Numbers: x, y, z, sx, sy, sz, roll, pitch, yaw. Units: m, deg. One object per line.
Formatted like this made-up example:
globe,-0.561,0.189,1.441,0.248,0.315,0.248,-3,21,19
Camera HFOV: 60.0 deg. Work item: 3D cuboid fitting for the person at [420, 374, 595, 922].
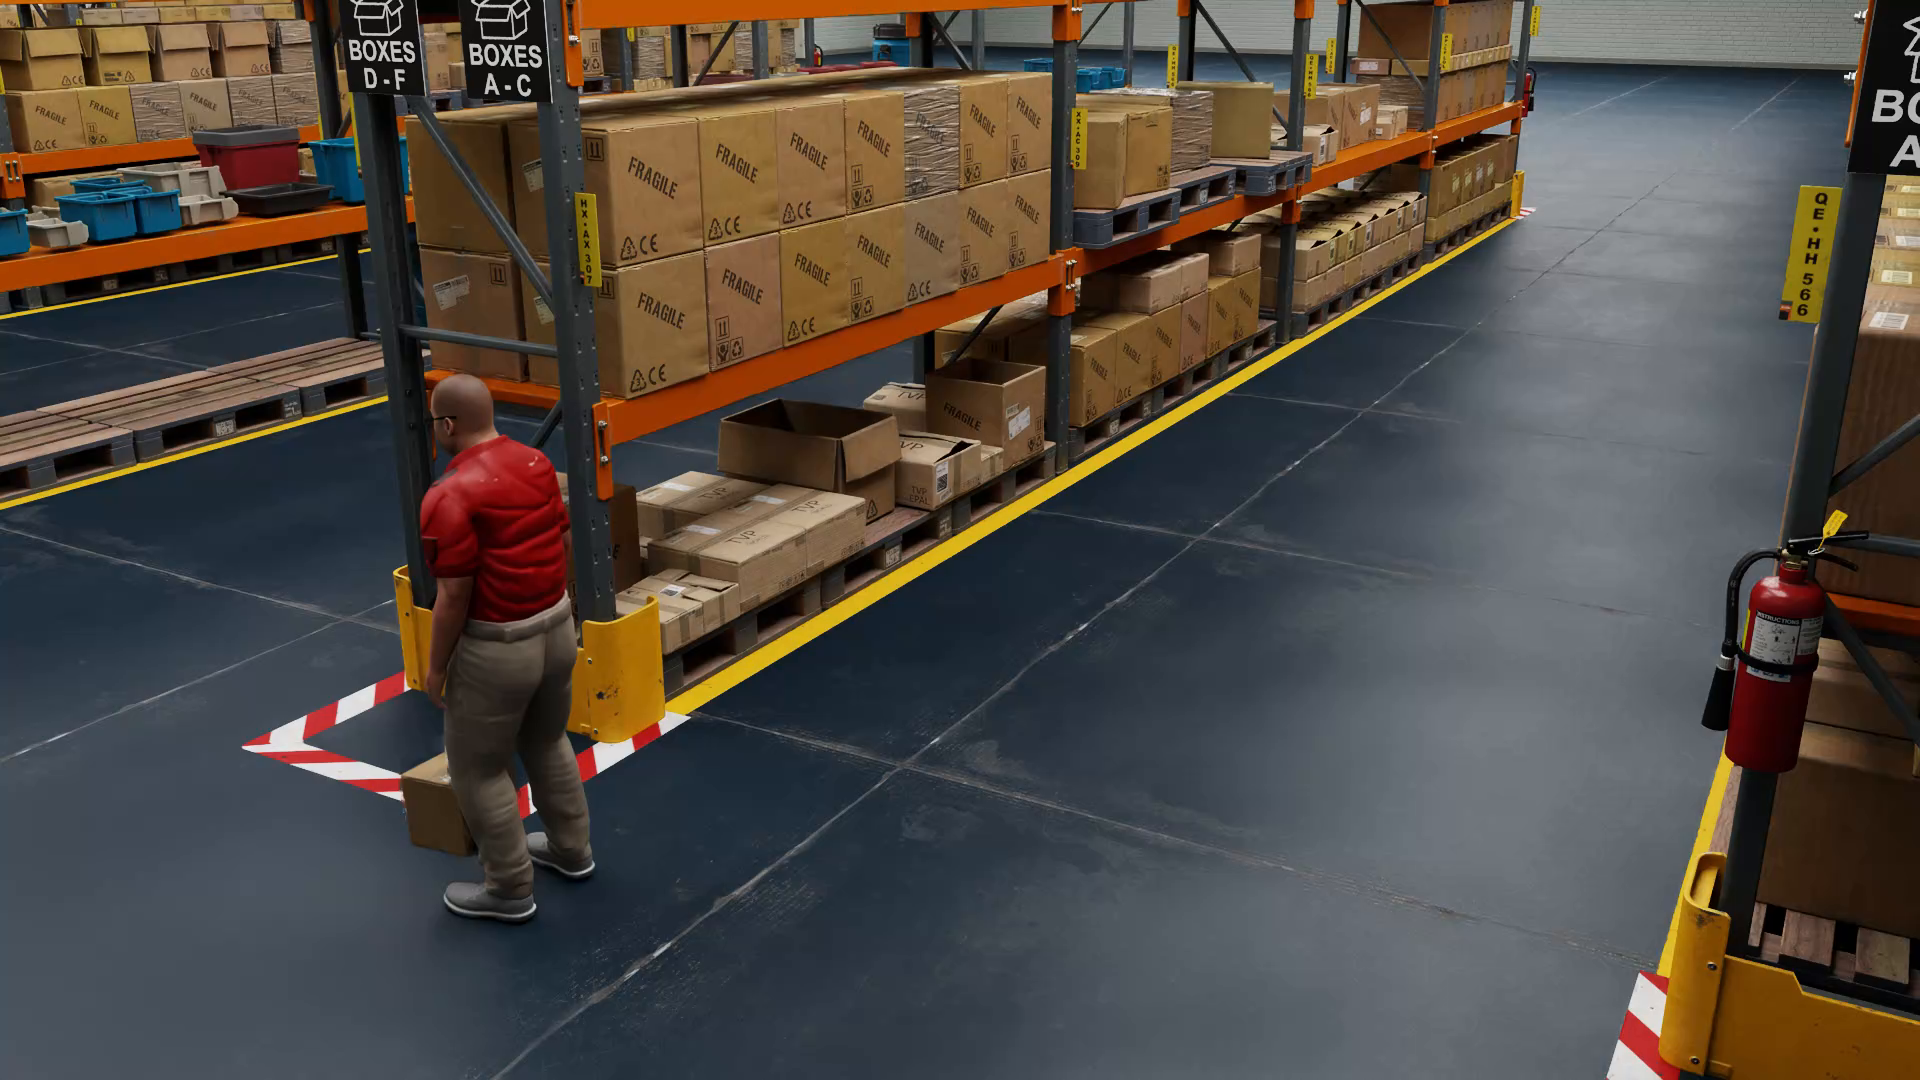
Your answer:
person,-1.414,0.334,5.132,0.394,1.728,0.570,10,22,26
